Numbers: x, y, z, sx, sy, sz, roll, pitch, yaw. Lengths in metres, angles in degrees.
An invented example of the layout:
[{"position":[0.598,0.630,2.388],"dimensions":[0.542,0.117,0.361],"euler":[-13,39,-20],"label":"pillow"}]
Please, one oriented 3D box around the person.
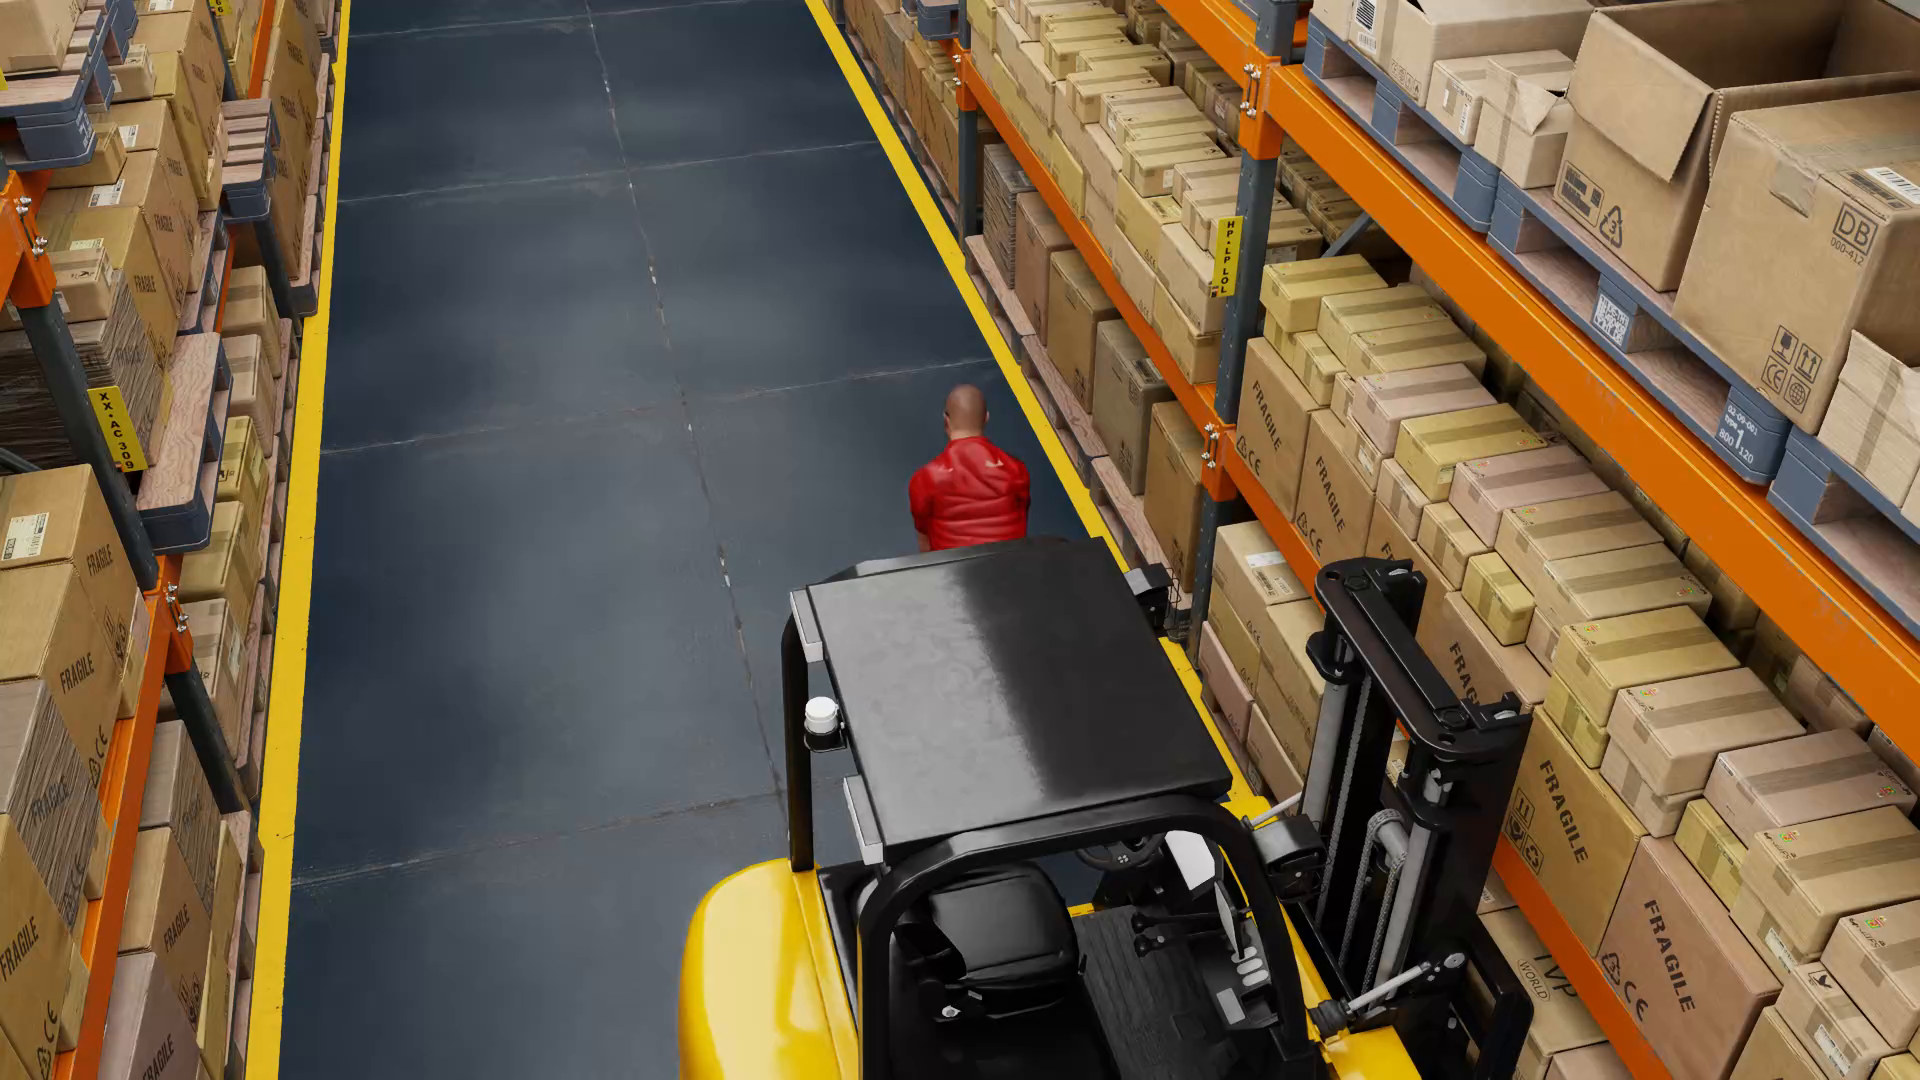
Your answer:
[{"position":[0.051,0.197,6.562],"dimensions":[0.482,1.632,0.625],"euler":[-4,38,-5],"label":"person"}]
